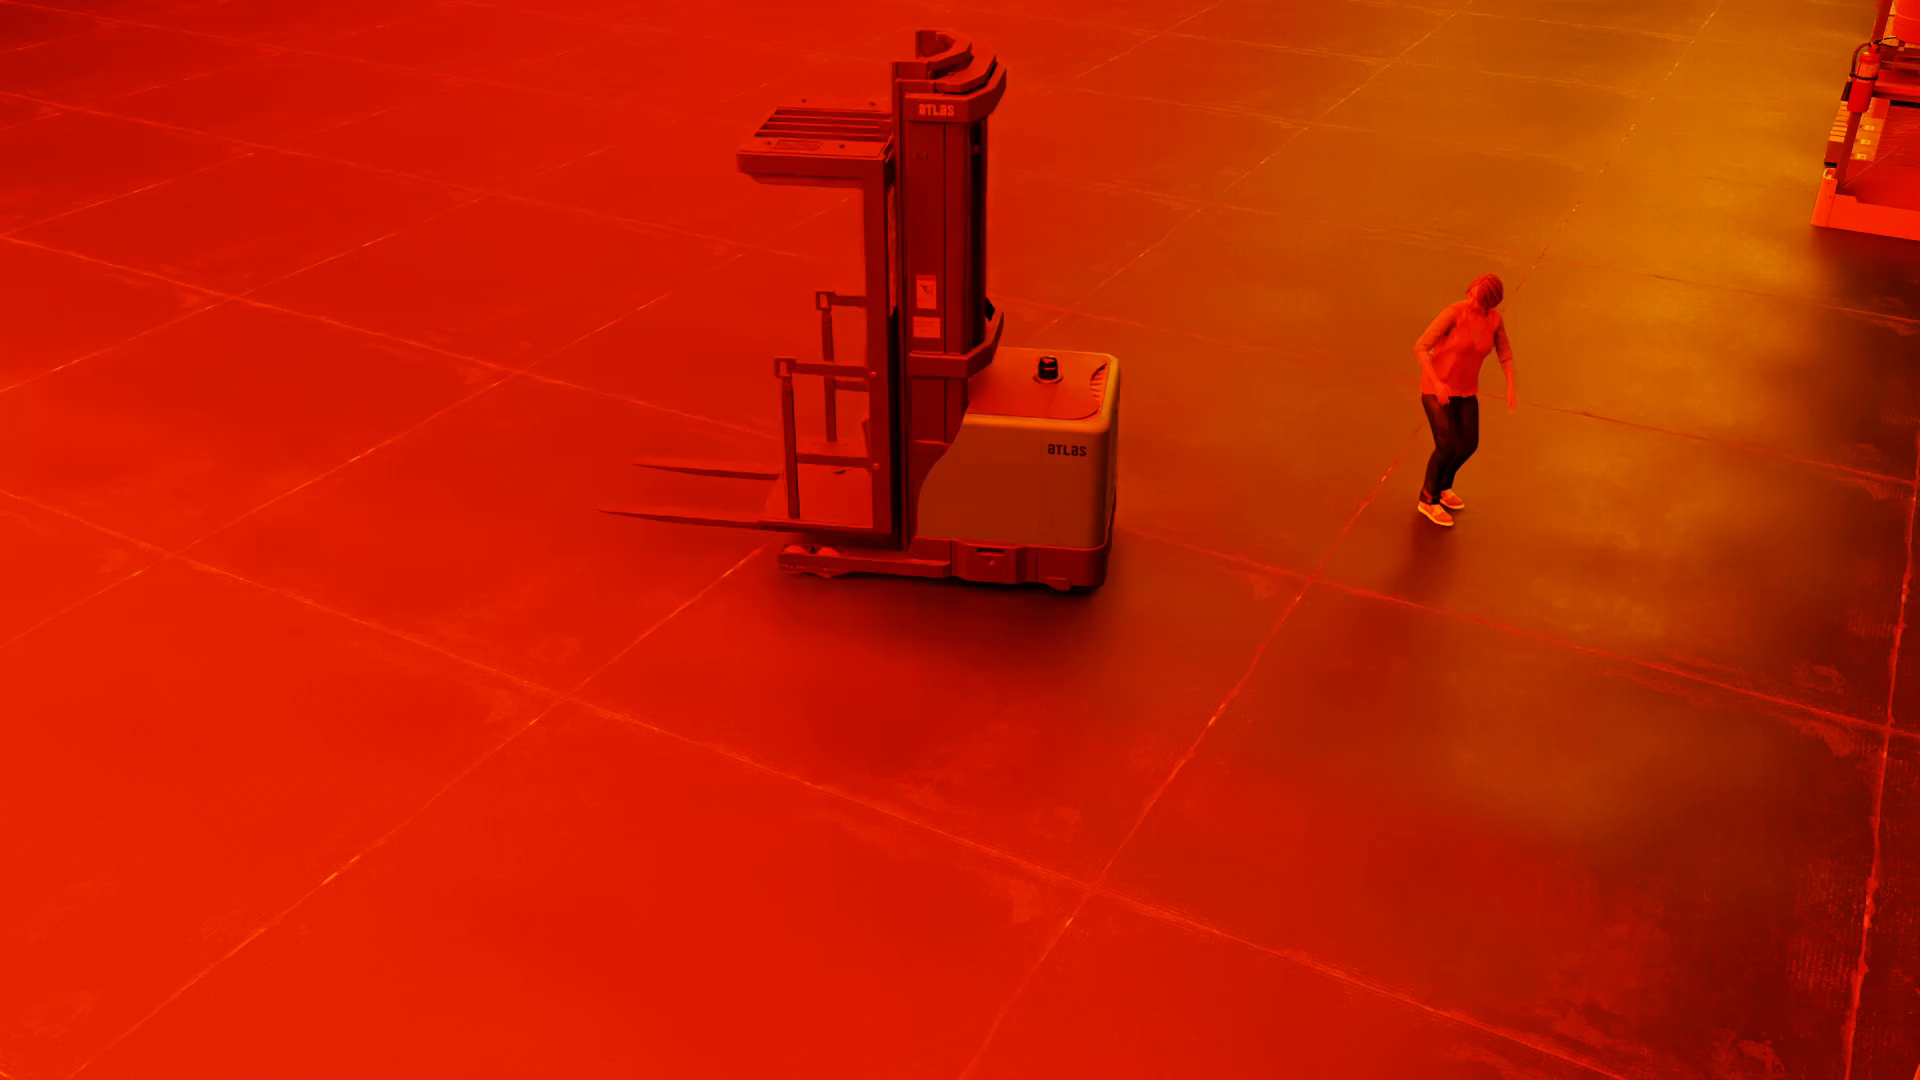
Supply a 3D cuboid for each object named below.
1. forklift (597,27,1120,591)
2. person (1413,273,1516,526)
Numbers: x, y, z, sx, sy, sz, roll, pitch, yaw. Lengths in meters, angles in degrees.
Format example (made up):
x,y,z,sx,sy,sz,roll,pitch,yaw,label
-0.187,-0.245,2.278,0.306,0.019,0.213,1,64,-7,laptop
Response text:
x,y,z,sx,sy,sz,roll,pitch,yaw,label
-0.611,-1.309,9.339,3.031,2.935,1.130,4,30,8,forklift
3.014,-0.863,9.965,0.632,1.554,0.449,-11,32,-18,person
